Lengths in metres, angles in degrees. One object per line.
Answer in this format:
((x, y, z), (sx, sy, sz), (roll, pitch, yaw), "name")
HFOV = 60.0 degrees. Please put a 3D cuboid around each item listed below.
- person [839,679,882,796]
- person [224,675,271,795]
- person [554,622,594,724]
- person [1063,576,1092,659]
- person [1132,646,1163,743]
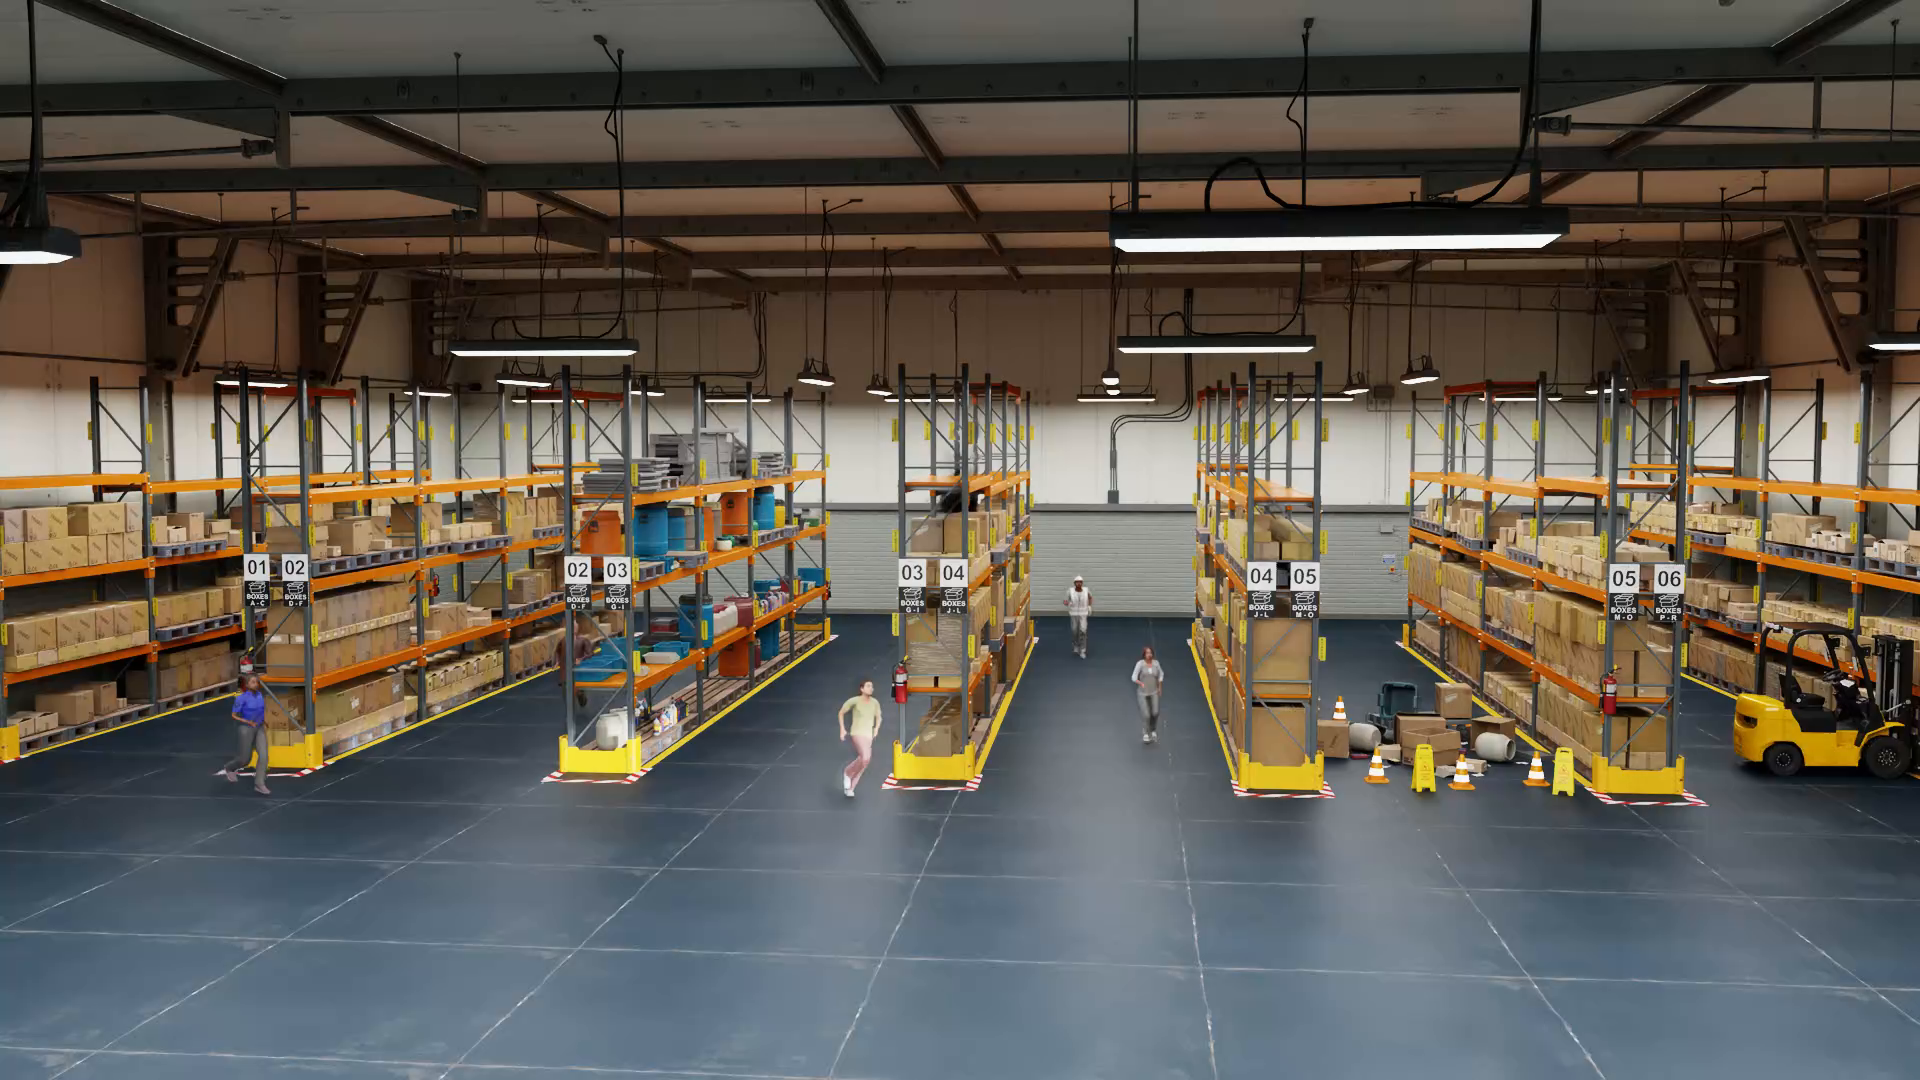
((-1.314, 2.722, 22.963), (0.605, 1.599, 0.547), (-2, 4, -32), "person")
((-9.920, 2.712, 23.248), (0.845, 1.649, 0.585), (2, 4, 29), "person")
((-6.701, 2.248, 28.798), (0.716, 1.662, 0.799), (0, 4, 1), "person")
((2.634, 1.714, 37.294), (0.660, 1.825, 0.860), (0, 4, 3), "person")
((3.031, 2.491, 26.762), (0.541, 1.568, 0.604), (0, 4, -2), "person")
